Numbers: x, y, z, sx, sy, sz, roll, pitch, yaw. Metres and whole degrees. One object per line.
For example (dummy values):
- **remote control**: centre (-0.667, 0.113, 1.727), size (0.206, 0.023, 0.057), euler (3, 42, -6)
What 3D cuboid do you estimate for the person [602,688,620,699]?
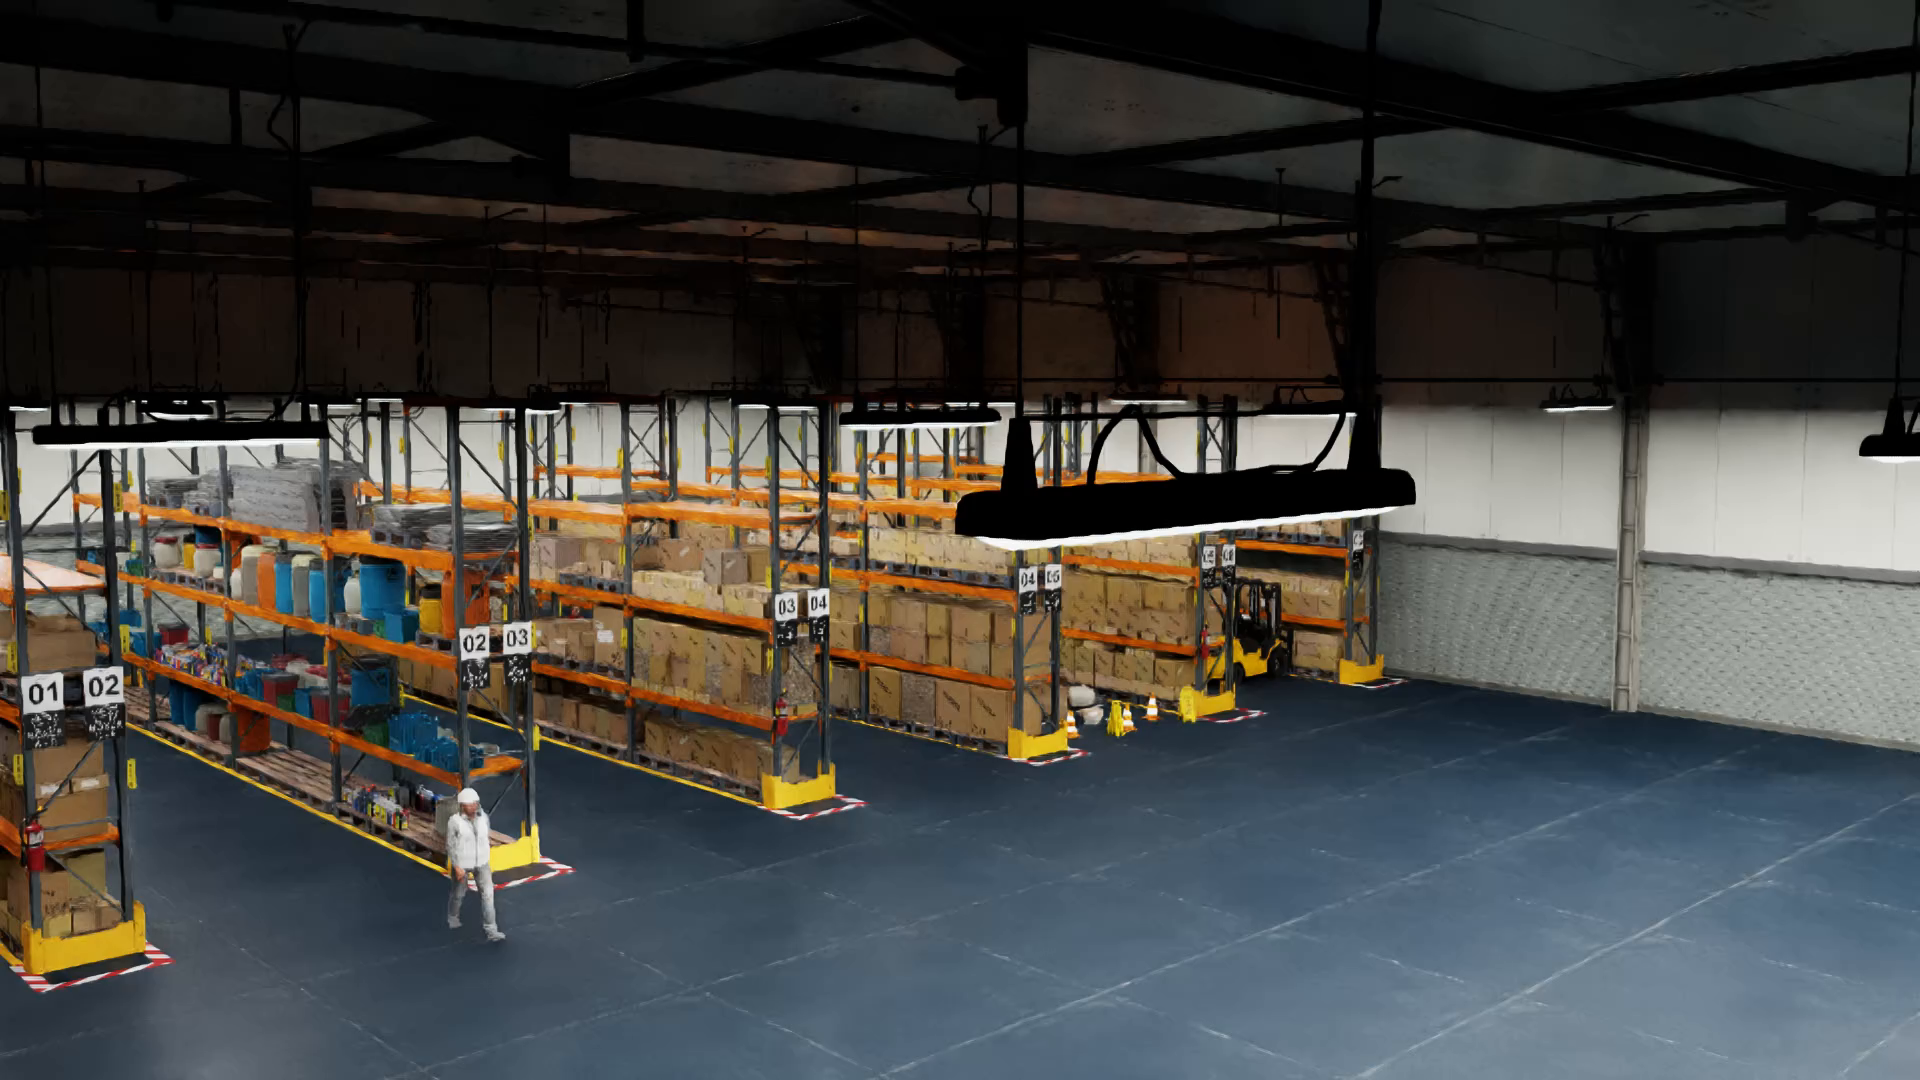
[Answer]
- **person**: centre (-6.585, 2.390, 31.537), size (0.674, 1.776, 0.430), euler (4, 7, 33)

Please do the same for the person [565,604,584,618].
- **person**: centre (-8.036, 2.138, 34.737), size (1.130, 1.646, 0.540), euler (5, 8, 44)

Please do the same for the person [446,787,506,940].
- **person**: centre (-5.548, 3.642, 18.826), size (0.540, 1.723, 1.033), euler (-4, 7, -38)
